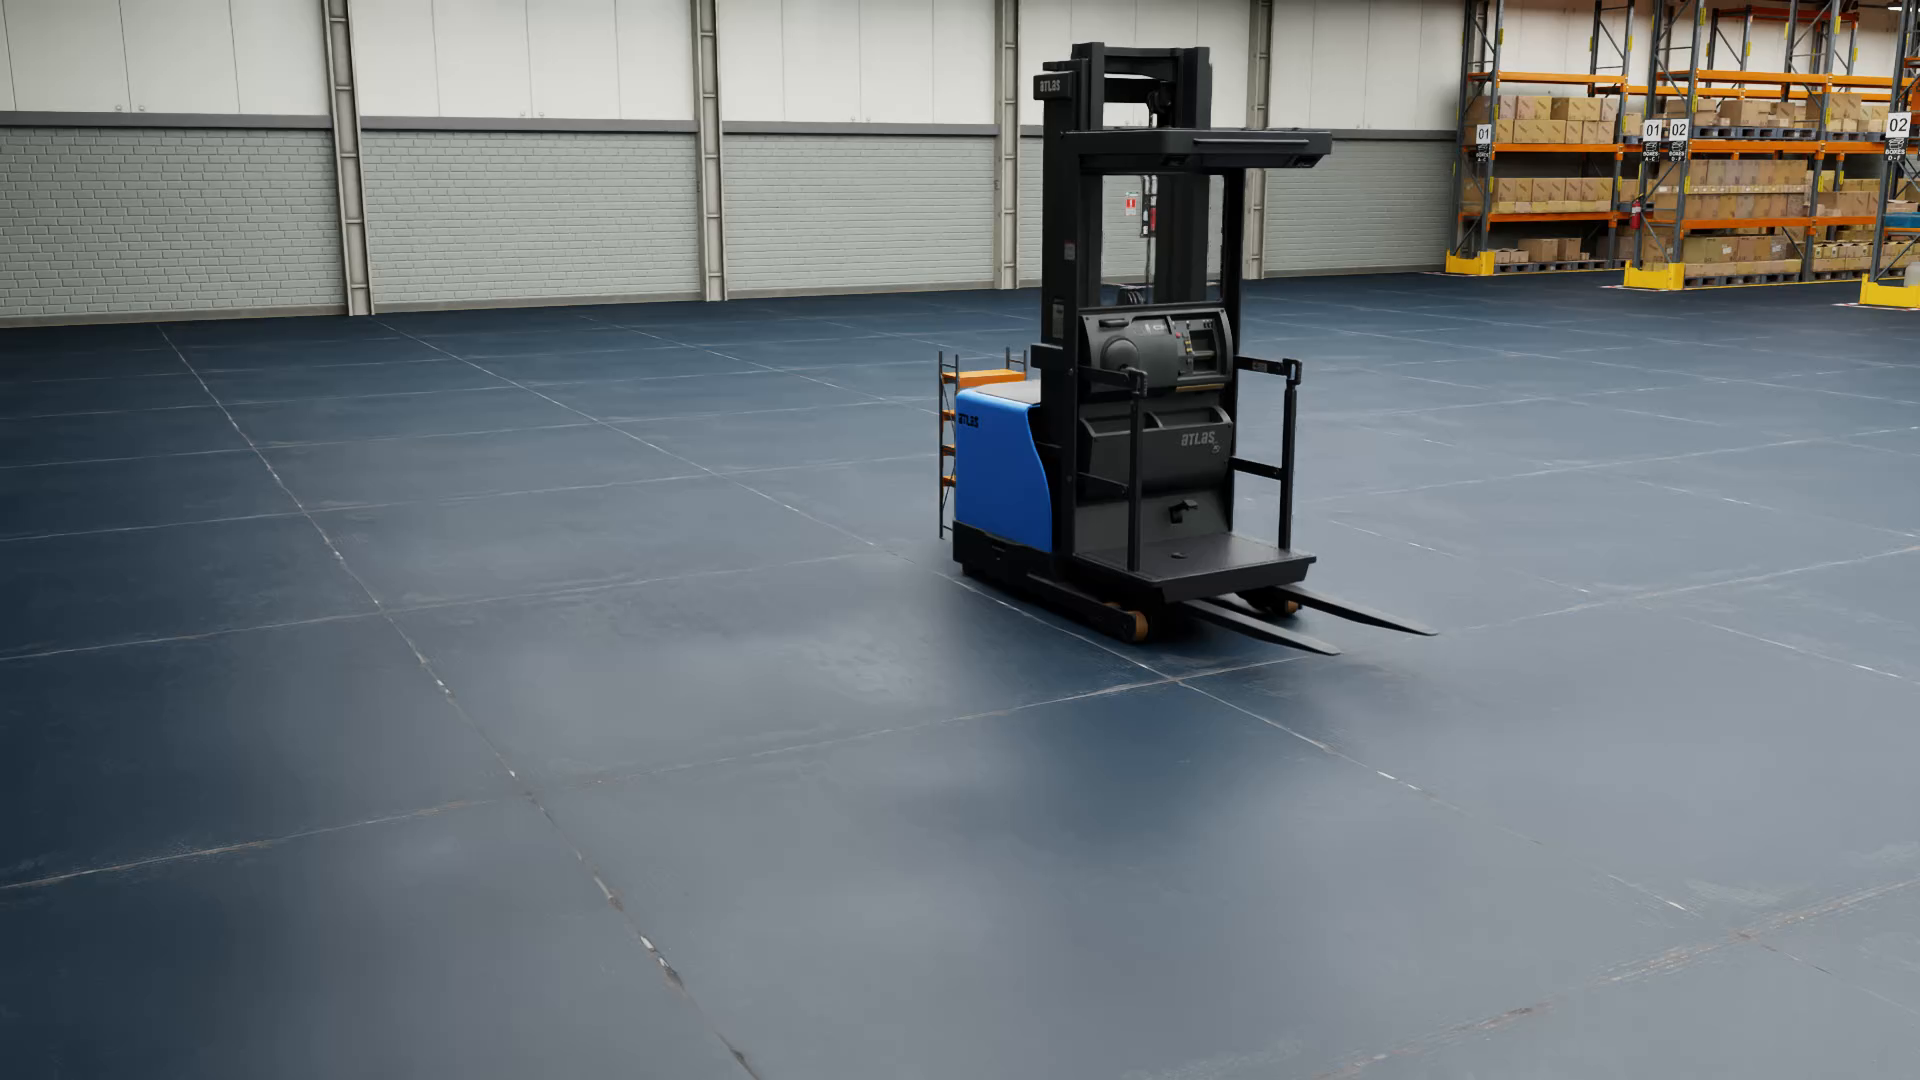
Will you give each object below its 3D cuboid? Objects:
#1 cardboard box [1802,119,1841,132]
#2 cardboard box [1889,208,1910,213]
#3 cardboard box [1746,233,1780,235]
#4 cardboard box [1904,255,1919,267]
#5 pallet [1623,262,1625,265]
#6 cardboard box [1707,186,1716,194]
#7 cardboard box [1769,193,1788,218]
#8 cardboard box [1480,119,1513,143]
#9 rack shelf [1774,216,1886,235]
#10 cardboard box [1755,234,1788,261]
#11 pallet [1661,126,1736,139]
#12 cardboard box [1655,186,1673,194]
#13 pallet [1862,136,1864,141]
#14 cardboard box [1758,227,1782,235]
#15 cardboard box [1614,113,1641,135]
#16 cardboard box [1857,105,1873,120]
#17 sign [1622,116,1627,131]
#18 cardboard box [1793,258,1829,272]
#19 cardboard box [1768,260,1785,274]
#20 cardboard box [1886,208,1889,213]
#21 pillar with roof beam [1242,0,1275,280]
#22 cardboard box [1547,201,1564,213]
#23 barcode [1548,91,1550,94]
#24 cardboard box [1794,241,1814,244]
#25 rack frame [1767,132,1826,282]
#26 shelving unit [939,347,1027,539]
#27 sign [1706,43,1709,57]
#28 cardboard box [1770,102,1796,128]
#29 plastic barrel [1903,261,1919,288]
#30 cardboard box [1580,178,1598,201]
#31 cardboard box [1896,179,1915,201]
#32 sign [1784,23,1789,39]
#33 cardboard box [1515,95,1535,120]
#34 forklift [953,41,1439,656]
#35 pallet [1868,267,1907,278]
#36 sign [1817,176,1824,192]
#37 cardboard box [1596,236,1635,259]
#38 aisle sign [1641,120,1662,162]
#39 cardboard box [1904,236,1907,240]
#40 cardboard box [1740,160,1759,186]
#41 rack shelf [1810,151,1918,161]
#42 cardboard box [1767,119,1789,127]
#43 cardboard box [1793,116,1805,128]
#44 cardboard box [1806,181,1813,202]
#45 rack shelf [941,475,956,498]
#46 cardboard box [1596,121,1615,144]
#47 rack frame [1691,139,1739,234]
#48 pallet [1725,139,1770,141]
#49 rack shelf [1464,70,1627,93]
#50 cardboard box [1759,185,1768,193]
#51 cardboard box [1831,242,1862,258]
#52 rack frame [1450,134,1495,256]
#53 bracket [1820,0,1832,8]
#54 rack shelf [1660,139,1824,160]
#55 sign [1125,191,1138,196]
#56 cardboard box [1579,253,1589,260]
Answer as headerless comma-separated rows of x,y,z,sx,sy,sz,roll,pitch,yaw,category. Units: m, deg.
17.665,-8.498,34.091,0.500,0.250,0.500,-5,14,-22,cardboard box
19.974,-6.990,35.410,0.250,0.149,0.380,-7,14,-28,cardboard box
16.563,-6.081,34.395,0.500,0.500,0.500,-7,14,-28,cardboard box
20.286,-6.022,35.841,0.500,0.250,0.500,-6,14,-27,cardboard box
16.498,-6.645,39.656,1.213,0.211,1.003,-7,14,-28,pallet
14.507,-6.838,32.458,0.250,0.149,0.380,-7,14,-28,cardboard box
16.274,-6.784,33.694,0.500,0.500,0.700,-7,14,-28,cardboard box
11.646,-8.882,36.140,0.500,0.500,0.500,-6,14,-26,cardboard box
18.875,-6.699,35.184,4.000,0.370,1.077,-7,14,-28,rack shelf
16.373,-5.928,33.716,0.500,0.500,0.500,-7,14,-28,cardboard box
14.242,-7.909,32.289,1.213,0.211,1.003,-7,14,-28,pallet
13.853,-6.861,32.560,0.250,0.149,0.380,-7,15,-29,cardboard box
22.488,-10.140,42.204,1.213,0.211,1.003,-7,14,-28,pallet
19.734,-7.514,41.105,0.750,0.750,0.750,-7,14,-28,cardboard box
15.261,-9.553,38.211,0.500,0.500,0.500,-5,13,-20,cardboard box
22.525,-10.666,41.790,0.500,0.500,0.500,-7,14,-28,cardboard box
15.010,-9.406,37.563,0.005,0.325,0.100,-7,14,-28,sign
17.593,-5.698,34.402,0.500,0.250,0.500,-7,15,-29,cardboard box
16.374,-5.562,33.796,0.500,0.250,0.500,-7,14,-28,cardboard box
19.539,-6.993,35.423,0.250,0.149,0.380,-6,14,-24,cardboard box
8.229,-9.080,30.458,0.400,9.000,9.100,-7,14,-28,pillar with roof beam
13.156,-7.463,37.233,0.500,0.250,0.500,-7,14,-27,cardboard box
13.317,-10.121,37.591,0.075,0.075,0.001,-7,14,-28,barcode
17.792,-6.131,35.047,0.500,0.311,0.500,-6,14,-26,cardboard box
17.120,-6.840,34.170,0.127,3.000,1.000,-7,14,-28,rack frame
0.145,-0.603,10.555,0.503,1.200,0.258,-7,14,-28,shelving unit
17.985,-11.781,39.975,0.005,0.325,0.100,-7,14,-28,sign
16.552,-8.623,33.758,0.500,0.500,0.500,-6,14,-23,cardboard box
16.520,-4.539,28.657,0.421,0.512,0.421,0,13,0,plastic barrel
14.041,-7.934,37.618,0.500,0.500,0.500,-7,14,-28,cardboard box
24.200,-9.069,43.390,0.700,0.700,0.980,-7,14,-28,cardboard box
16.850,-10.364,33.859,0.005,0.325,0.100,-7,14,-28,sign
12.151,-9.420,36.251,0.500,0.500,0.500,-7,14,-29,cardboard box
1.149,-1.029,8.508,1.130,2.935,3.031,-8,15,-30,forklift
19.890,-5.821,35.994,1.213,0.211,1.003,-7,14,-28,pallet
17.387,-7.194,33.592,0.005,0.325,0.100,-7,14,-28,sign
15.381,-6.870,38.994,0.500,0.500,0.700,-6,14,-26,cardboard box
13.411,-7.737,32.235,0.004,0.787,0.394,-7,14,-28,aisle sign
24.710,-7.949,43.835,0.500,0.500,0.700,-7,14,-28,cardboard box
15.412,-7.315,33.100,0.500,0.500,0.700,-7,14,-28,cardboard box
23.521,-9.959,42.834,4.000,0.370,1.077,-7,14,-28,rack shelf
16.192,-8.274,33.009,0.250,0.149,0.380,-7,14,-28,cardboard box
20.482,-10.220,41.128,0.500,0.500,0.700,-7,15,-29,cardboard box
21.038,-8.687,41.425,0.500,0.500,0.500,-7,14,-27,cardboard box
0.145,-0.343,10.613,0.480,0.148,0.258,-7,14,-28,rack shelf
14.416,-9.215,37.619,0.500,0.500,0.500,-6,14,-26,cardboard box
18.254,-8.215,40.280,0.127,3.000,1.000,-7,14,-28,rack frame
18.794,-9.664,40.318,1.003,0.211,1.213,-6,14,-25,pallet
12.988,-10.158,36.896,4.000,0.370,1.077,-7,14,-28,rack shelf
15.869,-7.002,33.185,0.250,0.149,0.380,-6,14,-26,cardboard box
18.498,-6.079,34.816,0.500,0.311,0.500,-7,15,-30,cardboard box
11.232,-7.373,36.540,0.127,3.000,1.000,-7,14,-28,rack frame
21.771,-13.447,41.666,0.430,0.232,0.235,-7,14,-28,bracket
15.365,-7.742,32.985,4.000,0.370,1.077,-7,14,-28,rack shelf
3.452,-6.966,33.443,0.331,0.109,0.001,-7,14,-28,sign
14.288,-6.564,38.397,0.250,0.166,0.380,-9,16,-35,cardboard box
